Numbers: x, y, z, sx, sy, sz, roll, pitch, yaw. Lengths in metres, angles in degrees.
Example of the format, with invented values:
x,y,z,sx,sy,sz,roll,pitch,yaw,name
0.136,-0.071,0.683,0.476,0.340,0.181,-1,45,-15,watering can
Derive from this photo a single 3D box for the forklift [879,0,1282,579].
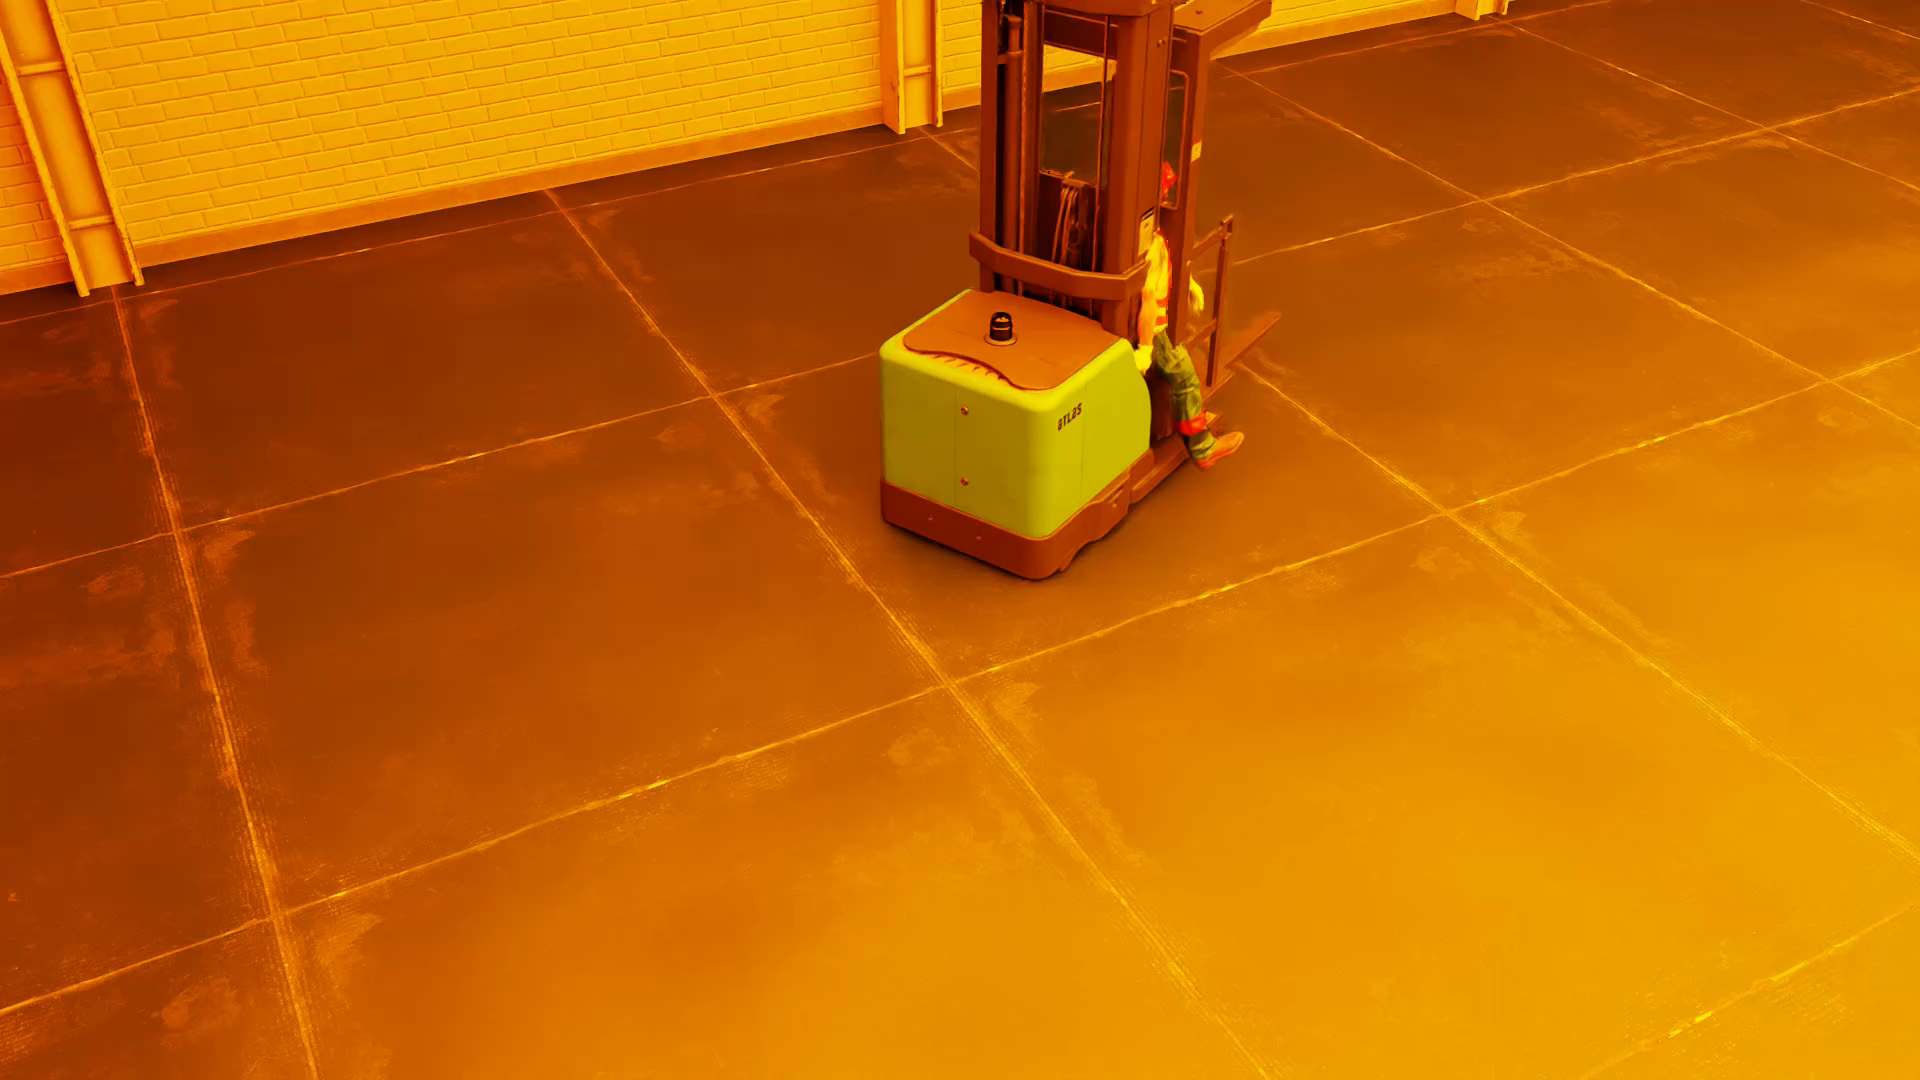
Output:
x,y,z,sx,sy,sz,roll,pitch,yaw,name
0.842,-1.808,8.681,1.130,2.935,3.031,22,41,28,forklift

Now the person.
x,y,z,sx,sy,sz,roll,pitch,yaw,name
1.058,-1.133,8.642,0.936,1.724,0.686,-5,36,-7,person
